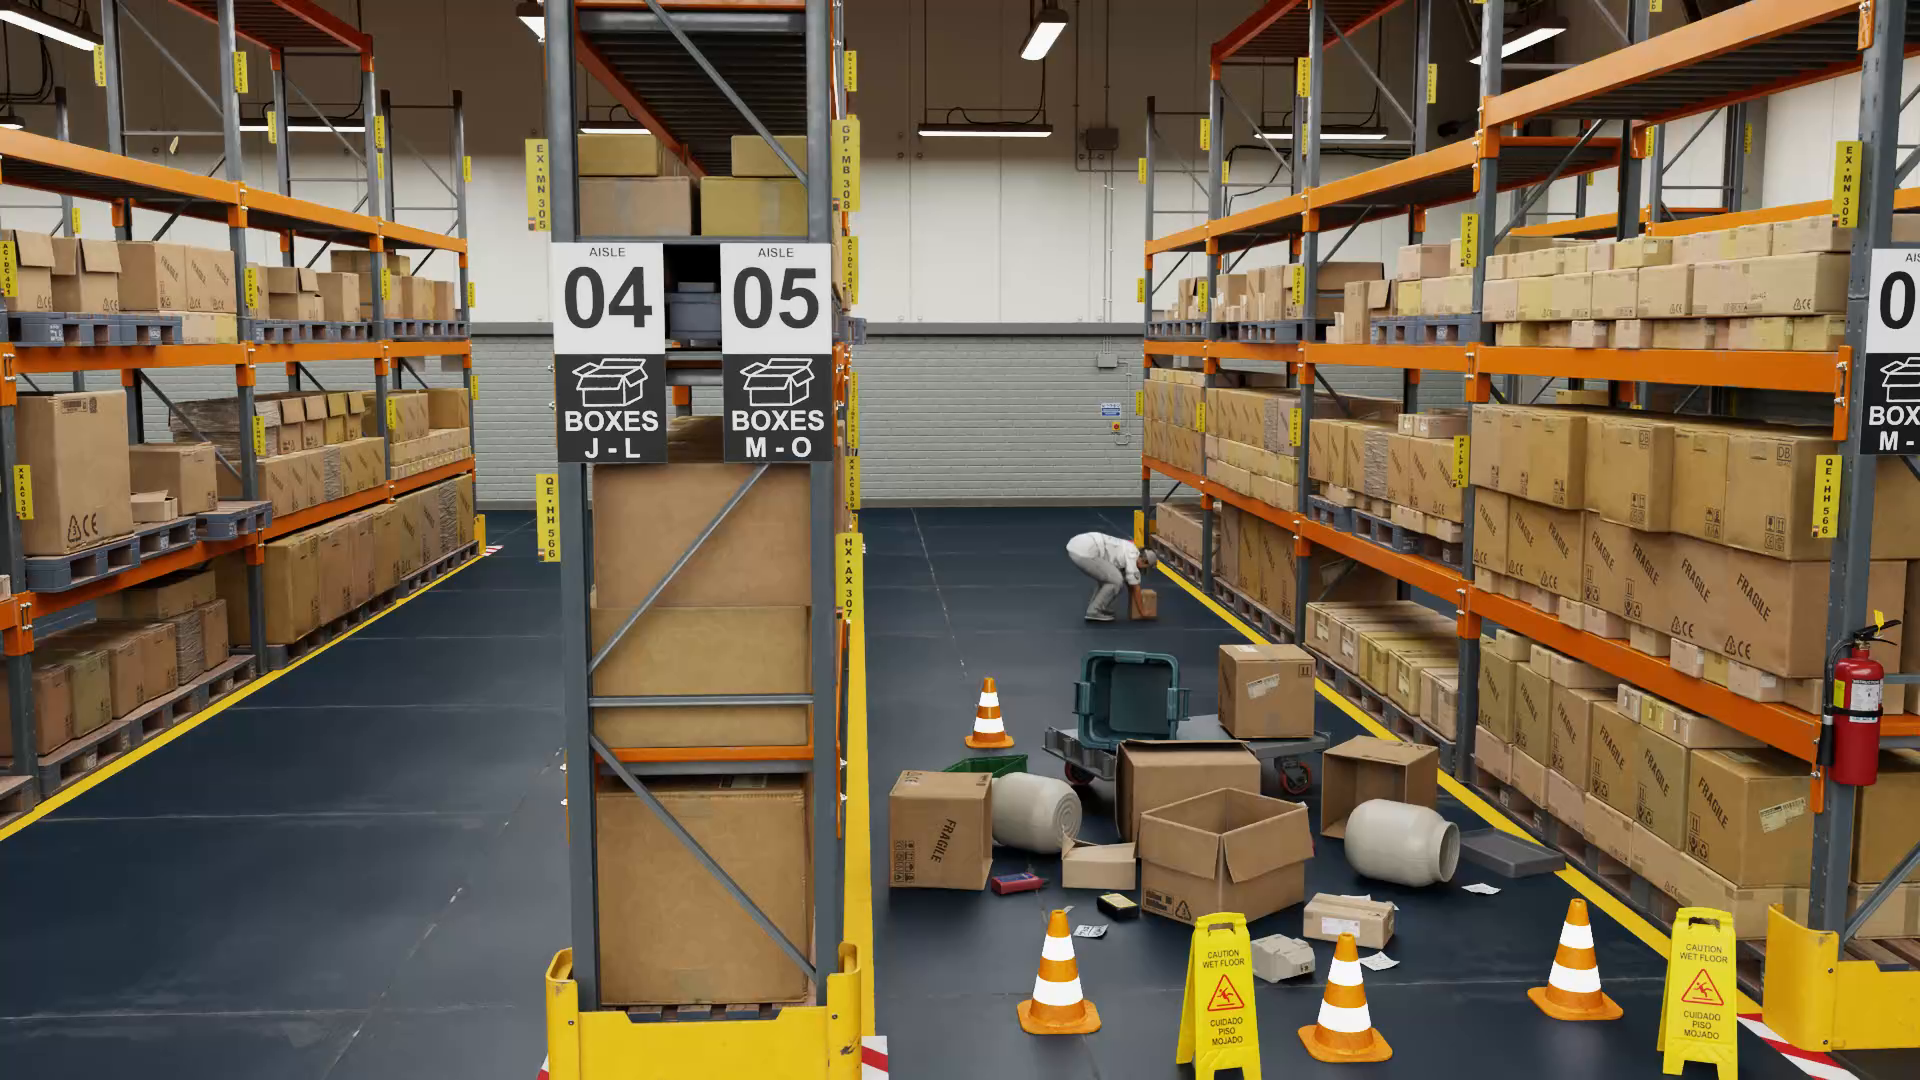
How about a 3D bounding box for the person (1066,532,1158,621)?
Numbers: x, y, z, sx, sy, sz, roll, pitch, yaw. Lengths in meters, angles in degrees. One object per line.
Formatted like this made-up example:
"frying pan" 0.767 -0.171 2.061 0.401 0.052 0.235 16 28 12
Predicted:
"person" 1.570 0.363 16.991 0.915 0.887 0.508 -1 7 -6
